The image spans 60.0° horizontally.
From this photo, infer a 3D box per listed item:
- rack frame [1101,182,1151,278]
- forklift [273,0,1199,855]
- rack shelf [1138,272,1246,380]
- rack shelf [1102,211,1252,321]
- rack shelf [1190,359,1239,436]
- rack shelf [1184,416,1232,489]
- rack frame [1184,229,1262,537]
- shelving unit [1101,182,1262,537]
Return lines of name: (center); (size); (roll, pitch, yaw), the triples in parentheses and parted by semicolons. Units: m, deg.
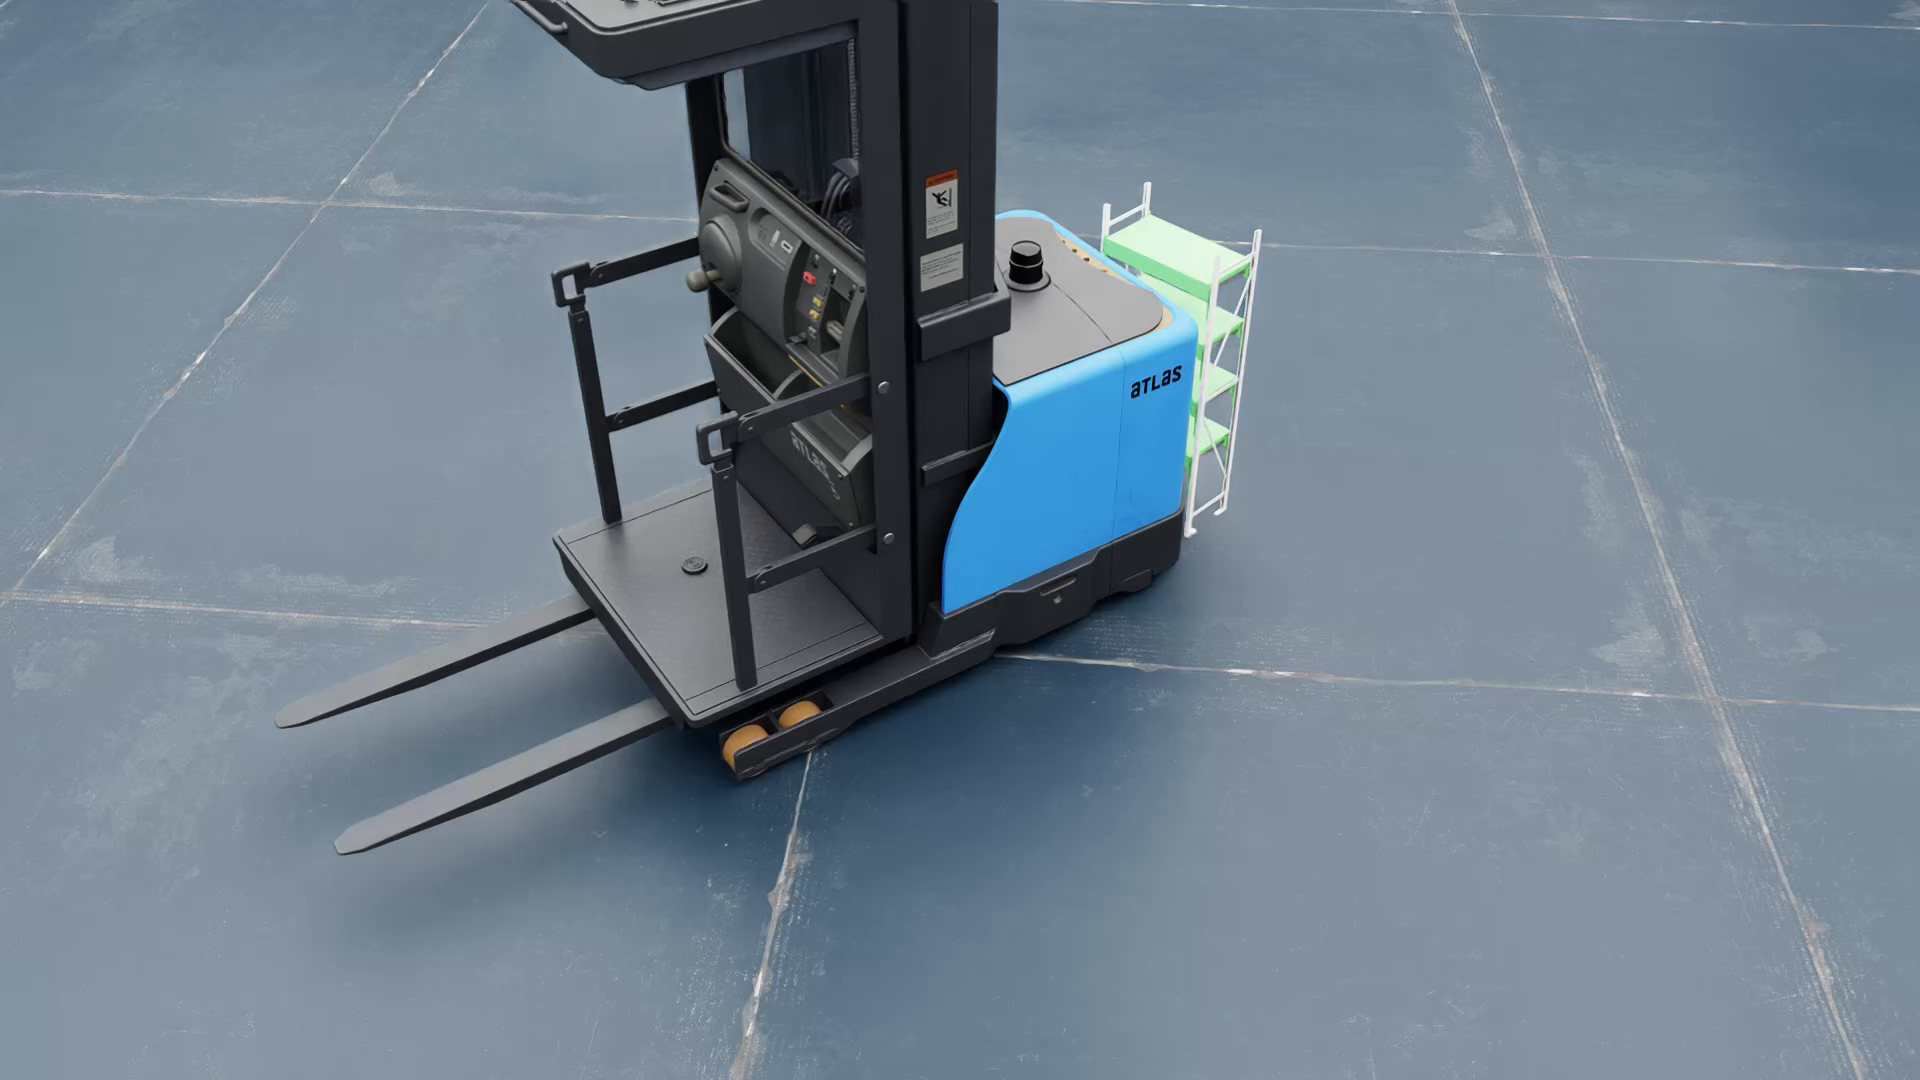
rack frame: (0.589, -0.750, 6.221); (0.240, 1.200, 0.015); (-32, 49, -33)
forklift: (-0.710, -0.762, 4.864); (3.031, 2.935, 1.130); (-23, 44, -25)
rack shelf: (0.761, -0.778, 5.976); (0.258, 0.148, 0.480); (-32, 49, -33)
rack shelf: (0.761, -0.964, 5.825); (0.258, 0.148, 0.480); (-32, 49, -33)
rack shelf: (0.761, -0.592, 6.128); (0.258, 0.148, 0.480); (-32, 49, -33)
rack shelf: (0.761, -0.406, 6.279); (0.258, 0.148, 0.480); (-32, 49, -33)
rack frame: (0.934, -0.532, 5.953); (0.240, 1.200, 0.015); (-32, 49, -33)
shelving unit: (0.761, -0.641, 6.087); (0.258, 1.200, 0.503); (-32, 49, -33)
